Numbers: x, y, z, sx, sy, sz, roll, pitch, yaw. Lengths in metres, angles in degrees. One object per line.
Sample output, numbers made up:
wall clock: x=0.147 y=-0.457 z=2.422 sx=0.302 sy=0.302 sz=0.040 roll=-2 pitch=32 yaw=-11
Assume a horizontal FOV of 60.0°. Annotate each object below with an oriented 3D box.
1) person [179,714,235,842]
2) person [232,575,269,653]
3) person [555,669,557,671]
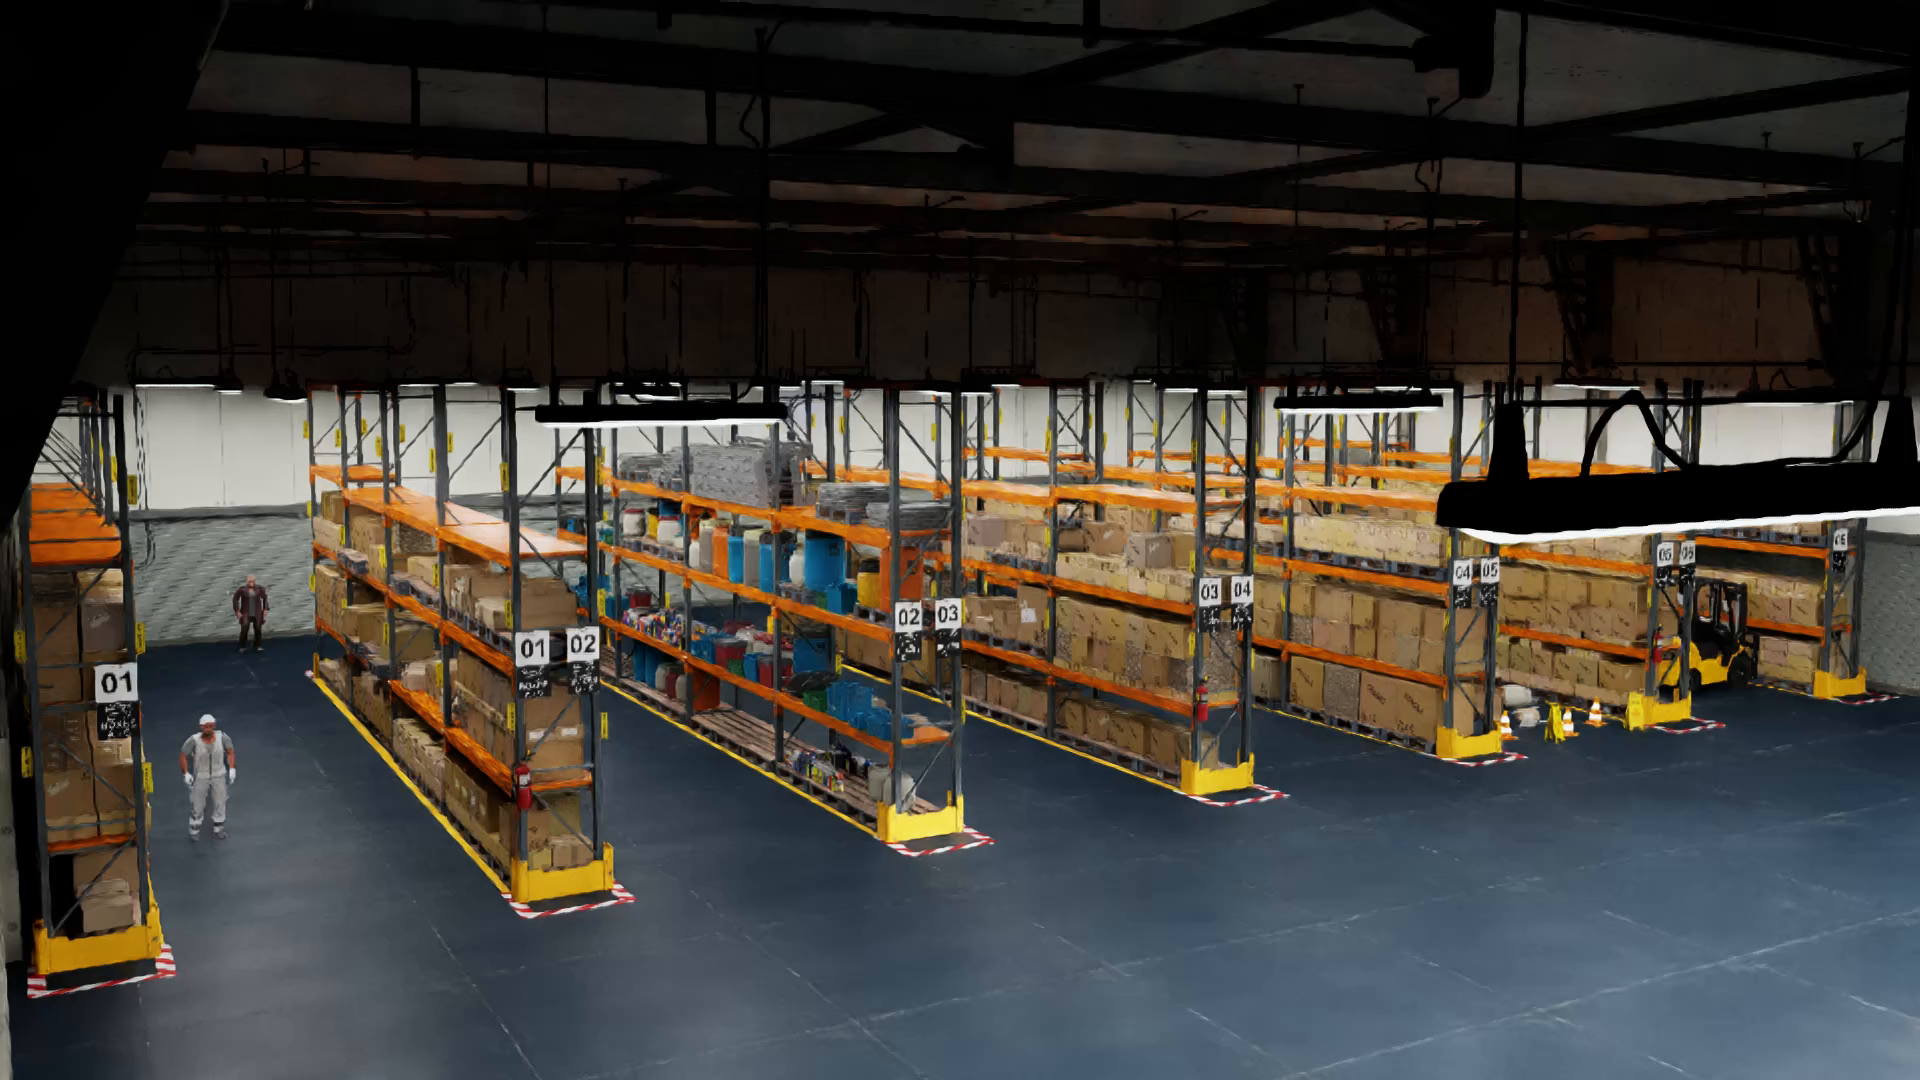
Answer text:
person: x=-9.937 y=3.137 z=21.994 sx=0.678 sy=1.741 sz=0.542 roll=-4 pitch=7 yaw=-32
person: x=-15.533 y=1.605 z=36.414 sx=0.729 sy=1.733 sz=0.546 roll=-3 pitch=7 yaw=-30
person: x=-7.295 y=2.419 z=28.750 sx=0.677 sy=1.742 sz=0.552 roll=-4 pitch=7 yaw=-30
